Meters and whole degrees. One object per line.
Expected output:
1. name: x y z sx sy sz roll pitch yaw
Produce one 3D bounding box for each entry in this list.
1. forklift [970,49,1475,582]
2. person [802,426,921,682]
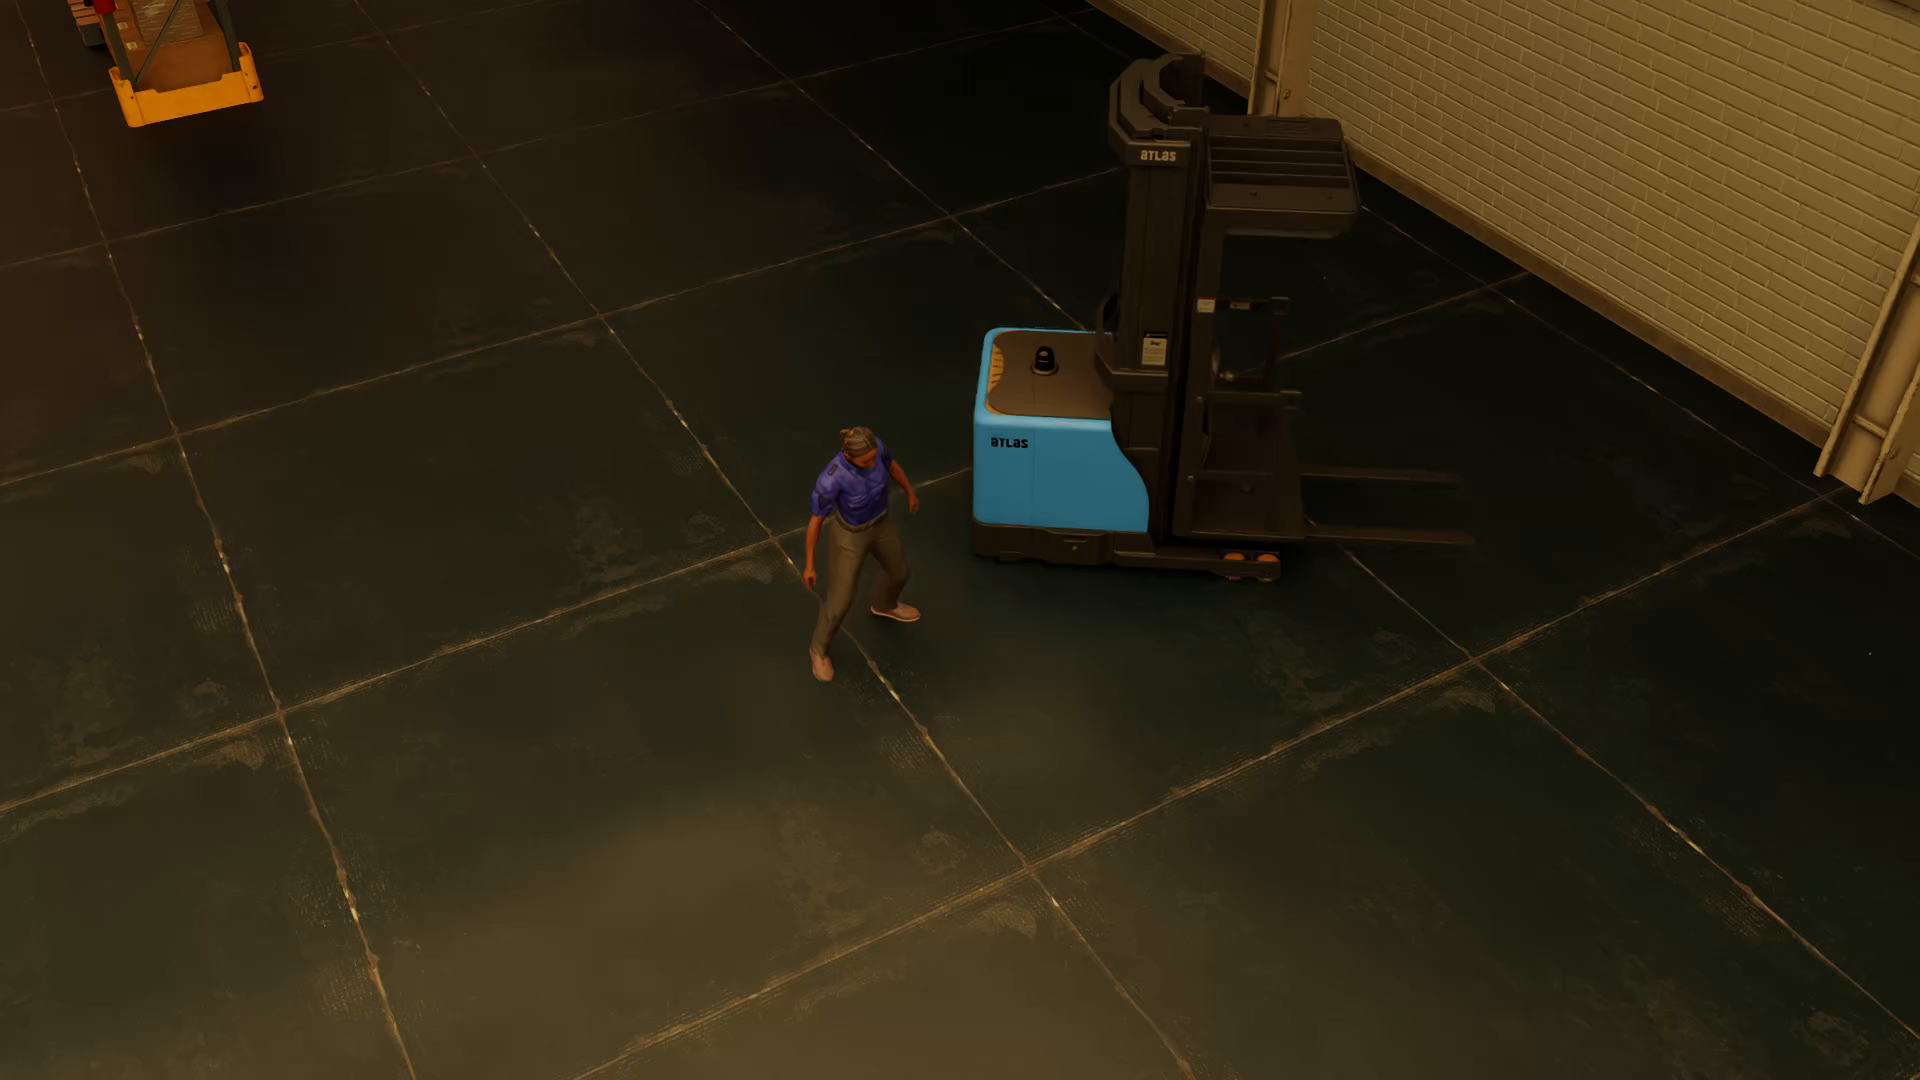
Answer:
1. forklift: 1.609 -1.234 9.523 3.031 2.935 1.130 3 40 4
2. person: -0.538 -0.009 9.118 0.373 1.605 0.847 32 49 33
